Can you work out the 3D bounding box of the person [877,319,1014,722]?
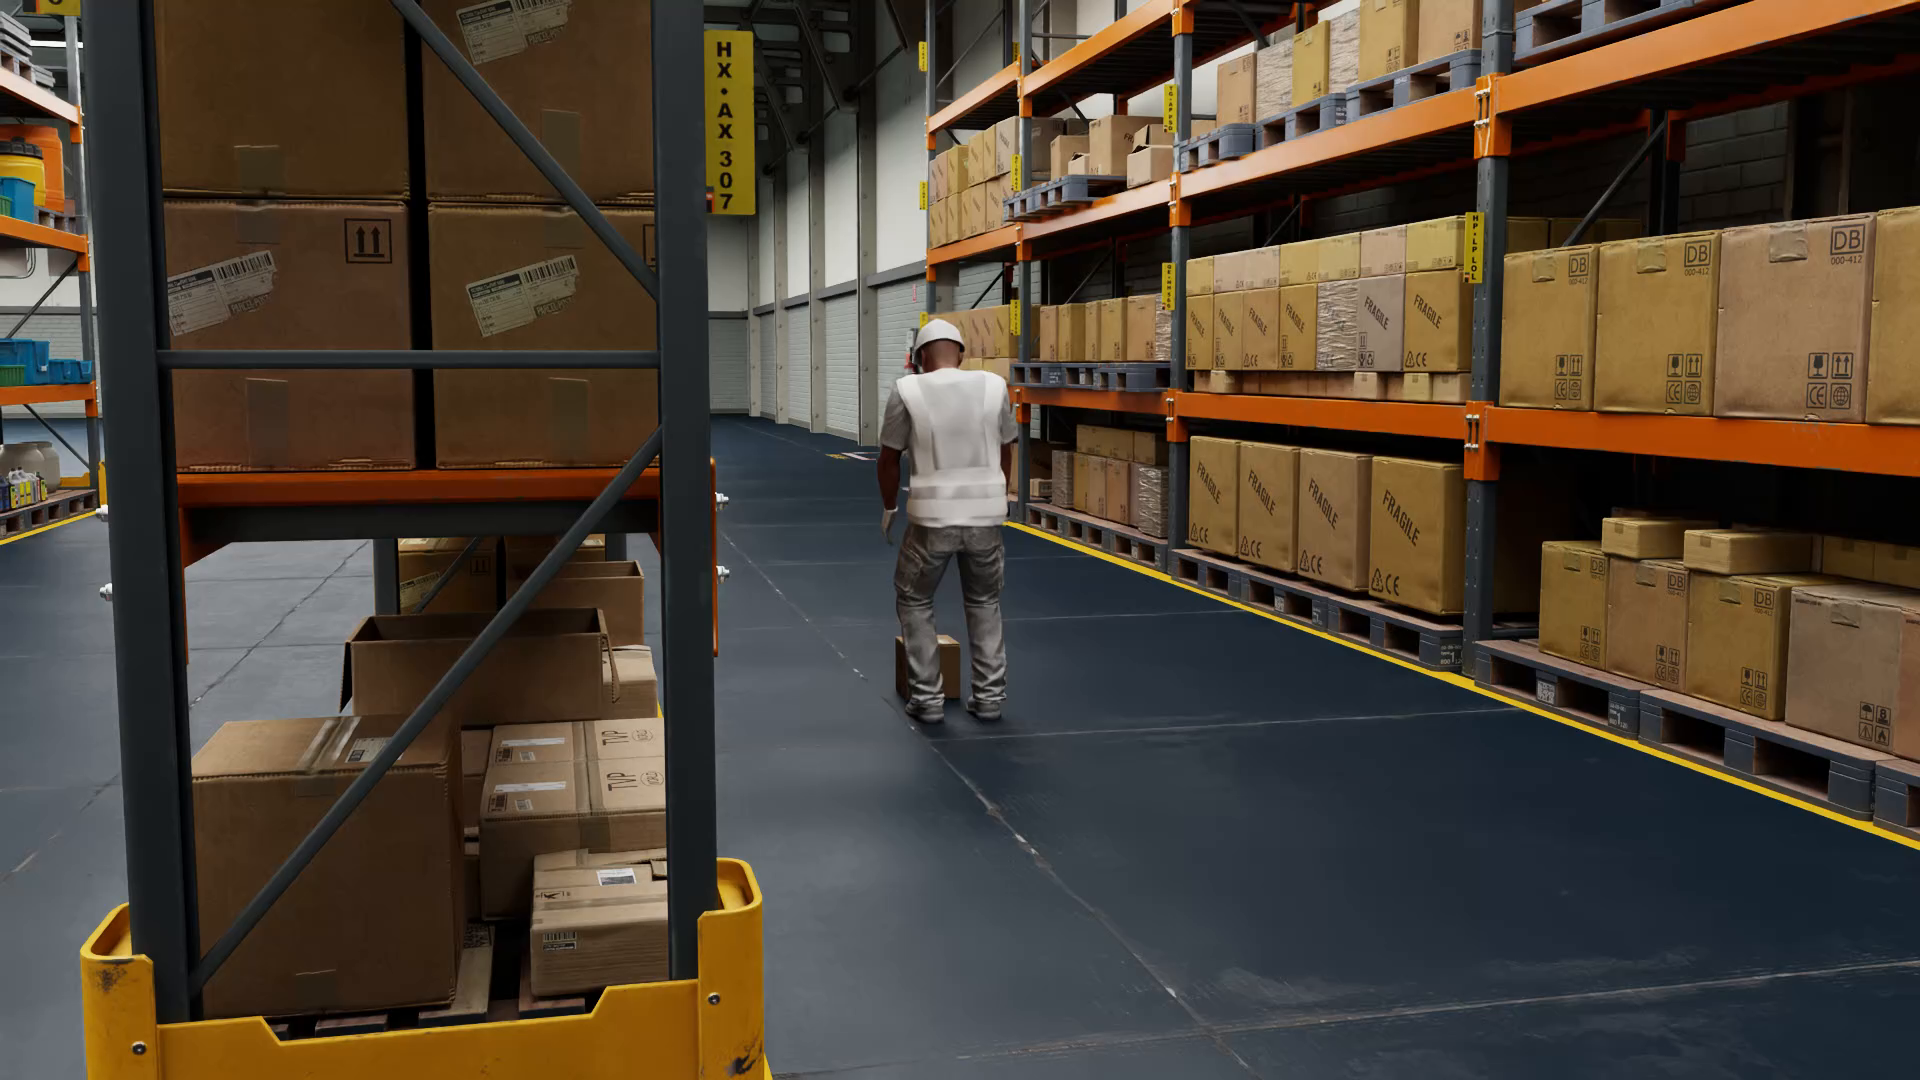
[{"bbox_3d":[-0.060,-0.087,7.059,0.584,1.695,0.517,-1,6,-12],"label":"person"}]
